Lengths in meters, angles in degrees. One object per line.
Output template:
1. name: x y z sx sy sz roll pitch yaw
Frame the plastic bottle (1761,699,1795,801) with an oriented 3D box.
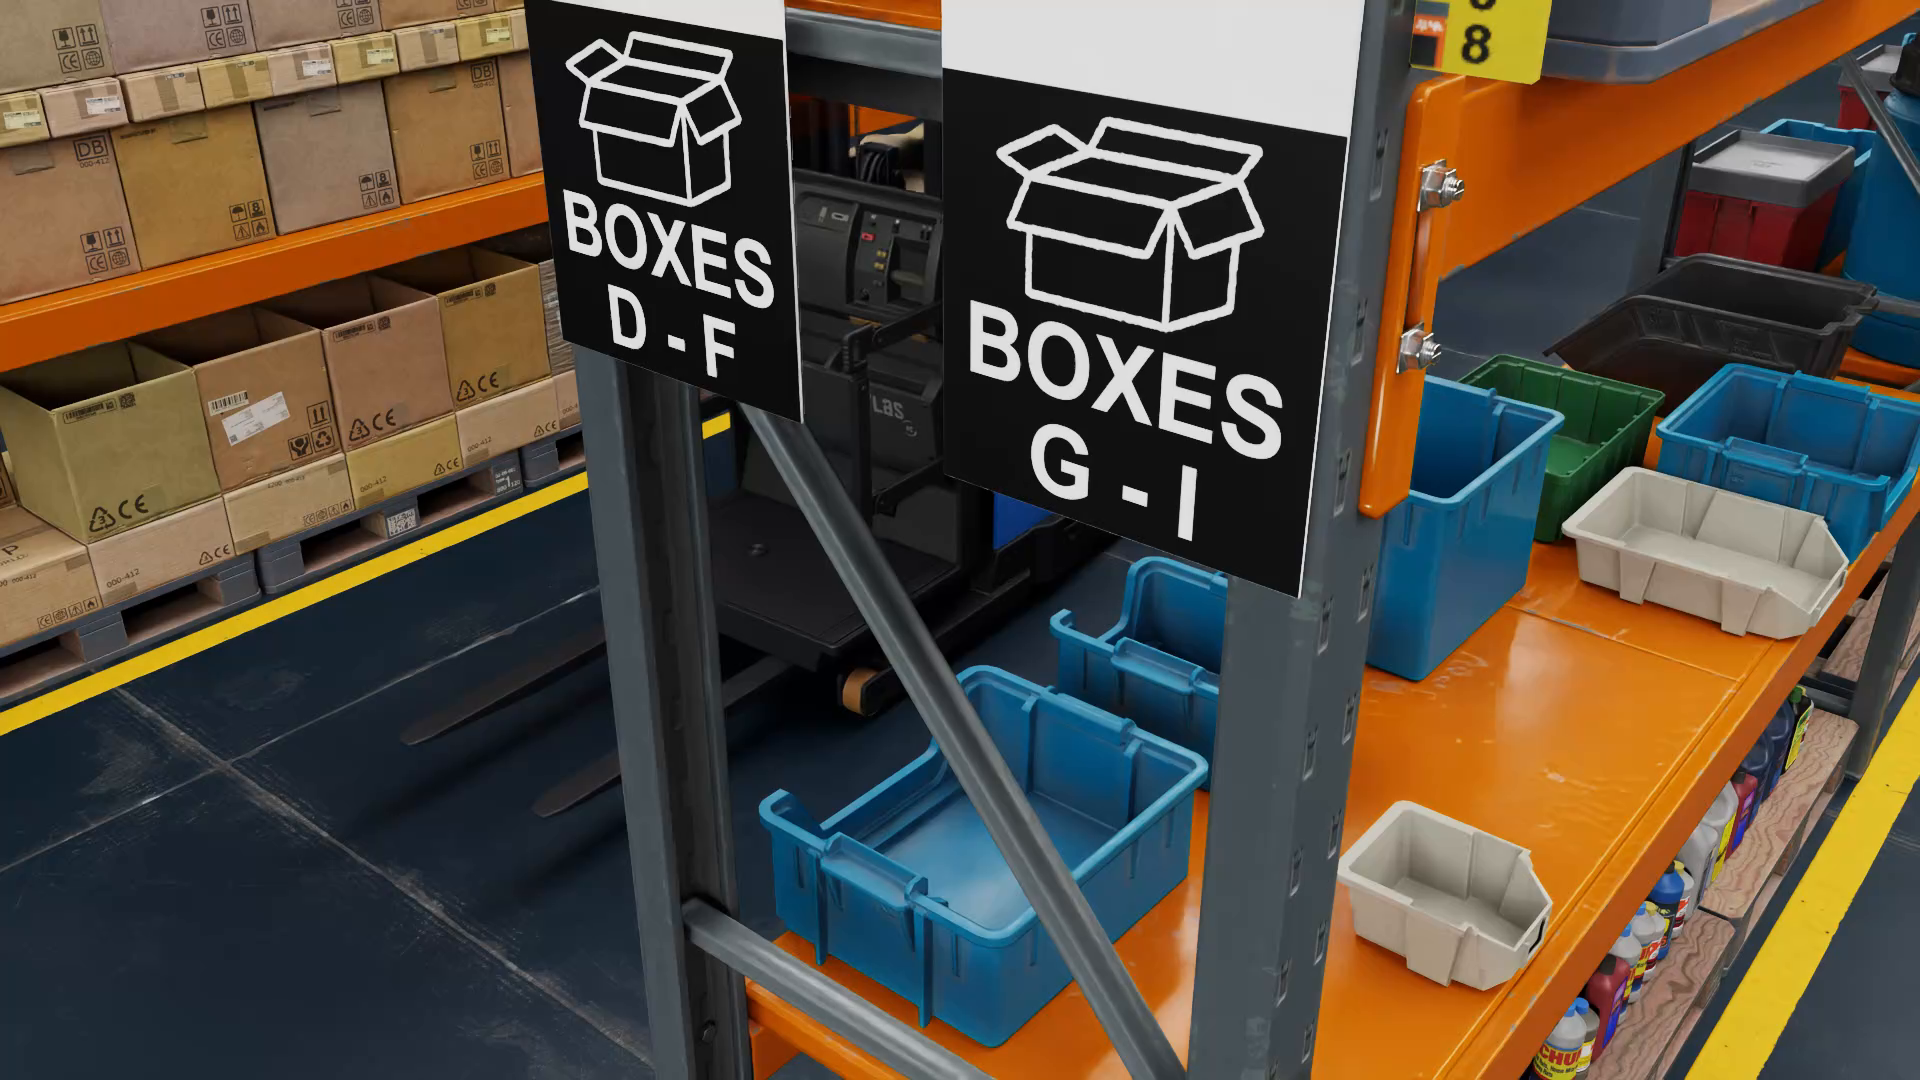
1. plastic bottle: 2.314 0.561 4.805 0.144 0.351 0.185 20 33 33

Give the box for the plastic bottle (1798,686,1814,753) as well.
1. plastic bottle: 2.511 0.535 5.019 0.097 0.201 0.097 0 27 0

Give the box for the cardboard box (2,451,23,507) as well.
1. cardboard box: -3.441 -0.186 6.380 0.500 0.250 0.500 21 34 34

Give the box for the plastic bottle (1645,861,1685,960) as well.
1. plastic bottle: 1.761 0.922 4.195 0.097 0.271 0.097 0 27 0

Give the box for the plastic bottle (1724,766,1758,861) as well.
1. plastic bottle: 2.121 0.729 4.553 0.061 0.283 0.133 23 35 38

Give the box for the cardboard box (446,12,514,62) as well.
1. cardboard box: -1.975 -1.995 6.527 0.380 0.149 0.250 21 34 34

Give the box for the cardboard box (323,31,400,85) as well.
1. cardboard box: -2.302 -1.810 6.170 0.380 0.149 0.250 22 35 36

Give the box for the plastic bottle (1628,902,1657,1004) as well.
1. plastic bottle: 1.632 0.993 4.056 0.097 0.271 0.097 0 27 0

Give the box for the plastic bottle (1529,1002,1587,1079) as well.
1. plastic bottle: 1.351 1.150 3.752 0.097 0.271 0.097 0 27 0

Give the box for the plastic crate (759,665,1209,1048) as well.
1. plastic crate: 0.045 0.487 2.706 0.499 0.251 0.616 21 34 34

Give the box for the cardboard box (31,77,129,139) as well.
1. cardboard box: -2.959 -1.443 5.460 0.380 0.149 0.250 20 34 34

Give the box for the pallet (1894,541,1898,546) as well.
1. pallet: 3.747 -0.218 6.942 1.003 0.211 1.213 21 34 34

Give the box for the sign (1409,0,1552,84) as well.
1. sign: 0.379 -0.488 1.155 0.100 0.325 0.005 21 34 34

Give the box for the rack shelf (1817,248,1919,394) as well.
1. rack shelf: 3.773 -1.122 6.437 1.077 0.370 4.000 21 34 34

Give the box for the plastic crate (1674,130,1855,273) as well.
1. plastic crate: 2.573 -1.022 5.391 0.402 0.464 0.583 21 34 34

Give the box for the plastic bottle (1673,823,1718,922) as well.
1. plastic bottle: 1.880 0.833 4.360 0.152 0.276 0.135 21 34 35

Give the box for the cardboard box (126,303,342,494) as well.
1. cardboard box: -2.725 -0.546 6.259 0.500 0.500 0.500 21 34 34

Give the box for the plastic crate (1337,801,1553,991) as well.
1. plastic crate: 0.775 0.580 2.652 0.298 0.136 0.250 21 34 34

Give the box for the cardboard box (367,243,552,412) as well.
1. cardboard box: -2.087 -0.899 6.943 0.500 0.500 0.500 21 34 34

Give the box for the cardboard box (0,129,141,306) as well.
1. cardboard box: -3.226 -1.157 5.613 0.700 0.500 0.500 22 34 36

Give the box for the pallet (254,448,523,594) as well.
1. pallet: -2.632 -0.239 6.982 1.003 0.211 1.213 21 34 34

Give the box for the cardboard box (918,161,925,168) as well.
1. cardboard box: 0.113 -2.015 9.306 0.500 0.311 0.500 22 34 36

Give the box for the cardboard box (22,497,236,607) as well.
1. cardboard box: -3.035 -0.032 6.083 0.500 0.250 0.500 21 34 34

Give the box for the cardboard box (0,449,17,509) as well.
1. cardboard box: -3.751 -0.339 5.860 0.500 0.500 0.500 21 34 34

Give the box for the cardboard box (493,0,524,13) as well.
1. cardboard box: -1.916 -2.463 6.727 0.700 0.500 0.500 21 34 34

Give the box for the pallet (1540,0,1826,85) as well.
1. pallet: 0.559 -0.827 2.026 1.003 0.211 1.213 21 34 34

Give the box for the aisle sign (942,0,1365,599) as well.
1. aisle sign: 0.137 -0.358 1.348 0.394 0.787 0.004 21 34 34

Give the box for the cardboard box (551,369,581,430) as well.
1. cardboard box: -1.770 -0.744 7.459 0.500 0.250 0.500 21 34 34

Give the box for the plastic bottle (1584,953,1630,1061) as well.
1. plastic bottle: 1.509 1.070 3.894 0.061 0.283 0.133 21 34 35

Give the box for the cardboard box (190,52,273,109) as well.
1. cardboard box: -2.629 -1.629 5.820 0.380 0.149 0.250 20 34 34

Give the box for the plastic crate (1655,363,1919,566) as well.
1. plastic crate: 2.007 -0.195 4.024 0.499 0.251 0.616 21 34 34

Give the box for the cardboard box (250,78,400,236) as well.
1. cardboard box: -2.573 -1.519 6.313 0.700 0.500 0.500 22 35 36

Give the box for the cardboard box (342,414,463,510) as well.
1. cardboard box: -2.395 -0.385 6.765 0.500 0.250 0.500 21 34 34

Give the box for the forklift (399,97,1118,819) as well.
1. forklift: -0.549 -0.962 5.420 1.130 2.935 3.031 19 33 32

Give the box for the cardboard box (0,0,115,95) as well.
1. cardboard box: -3.192 -1.753 5.352 0.700 0.500 0.500 20 33 33

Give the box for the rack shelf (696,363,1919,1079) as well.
1. rack shelf: 1.229 0.296 3.696 1.077 0.370 4.000 21 34 34

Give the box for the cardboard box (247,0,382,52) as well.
1. cardboard box: -2.553 -2.109 6.042 0.700 0.500 0.500 21 34 34

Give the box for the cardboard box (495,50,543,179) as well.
1. cardboard box: -1.926 -1.878 7.007 0.700 0.500 0.500 20 34 34

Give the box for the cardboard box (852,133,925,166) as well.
1. cardboard box: -0.314 -2.163 9.591 0.500 0.311 0.500 20 34 34

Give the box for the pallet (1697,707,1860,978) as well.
1. pallet: 2.042 0.732 5.105 1.003 0.211 1.213 21 34 34

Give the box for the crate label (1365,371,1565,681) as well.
1. crate label: 0.919 -0.062 3.566 0.502 0.435 0.616 21 34 34

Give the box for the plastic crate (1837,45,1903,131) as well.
1. plastic crate: 3.782 -1.696 6.693 0.402 0.464 0.583 21 34 34

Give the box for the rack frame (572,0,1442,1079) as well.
1. rack frame: -0.040 0.687 2.158 0.949 2.616 0.053 21 34 34
